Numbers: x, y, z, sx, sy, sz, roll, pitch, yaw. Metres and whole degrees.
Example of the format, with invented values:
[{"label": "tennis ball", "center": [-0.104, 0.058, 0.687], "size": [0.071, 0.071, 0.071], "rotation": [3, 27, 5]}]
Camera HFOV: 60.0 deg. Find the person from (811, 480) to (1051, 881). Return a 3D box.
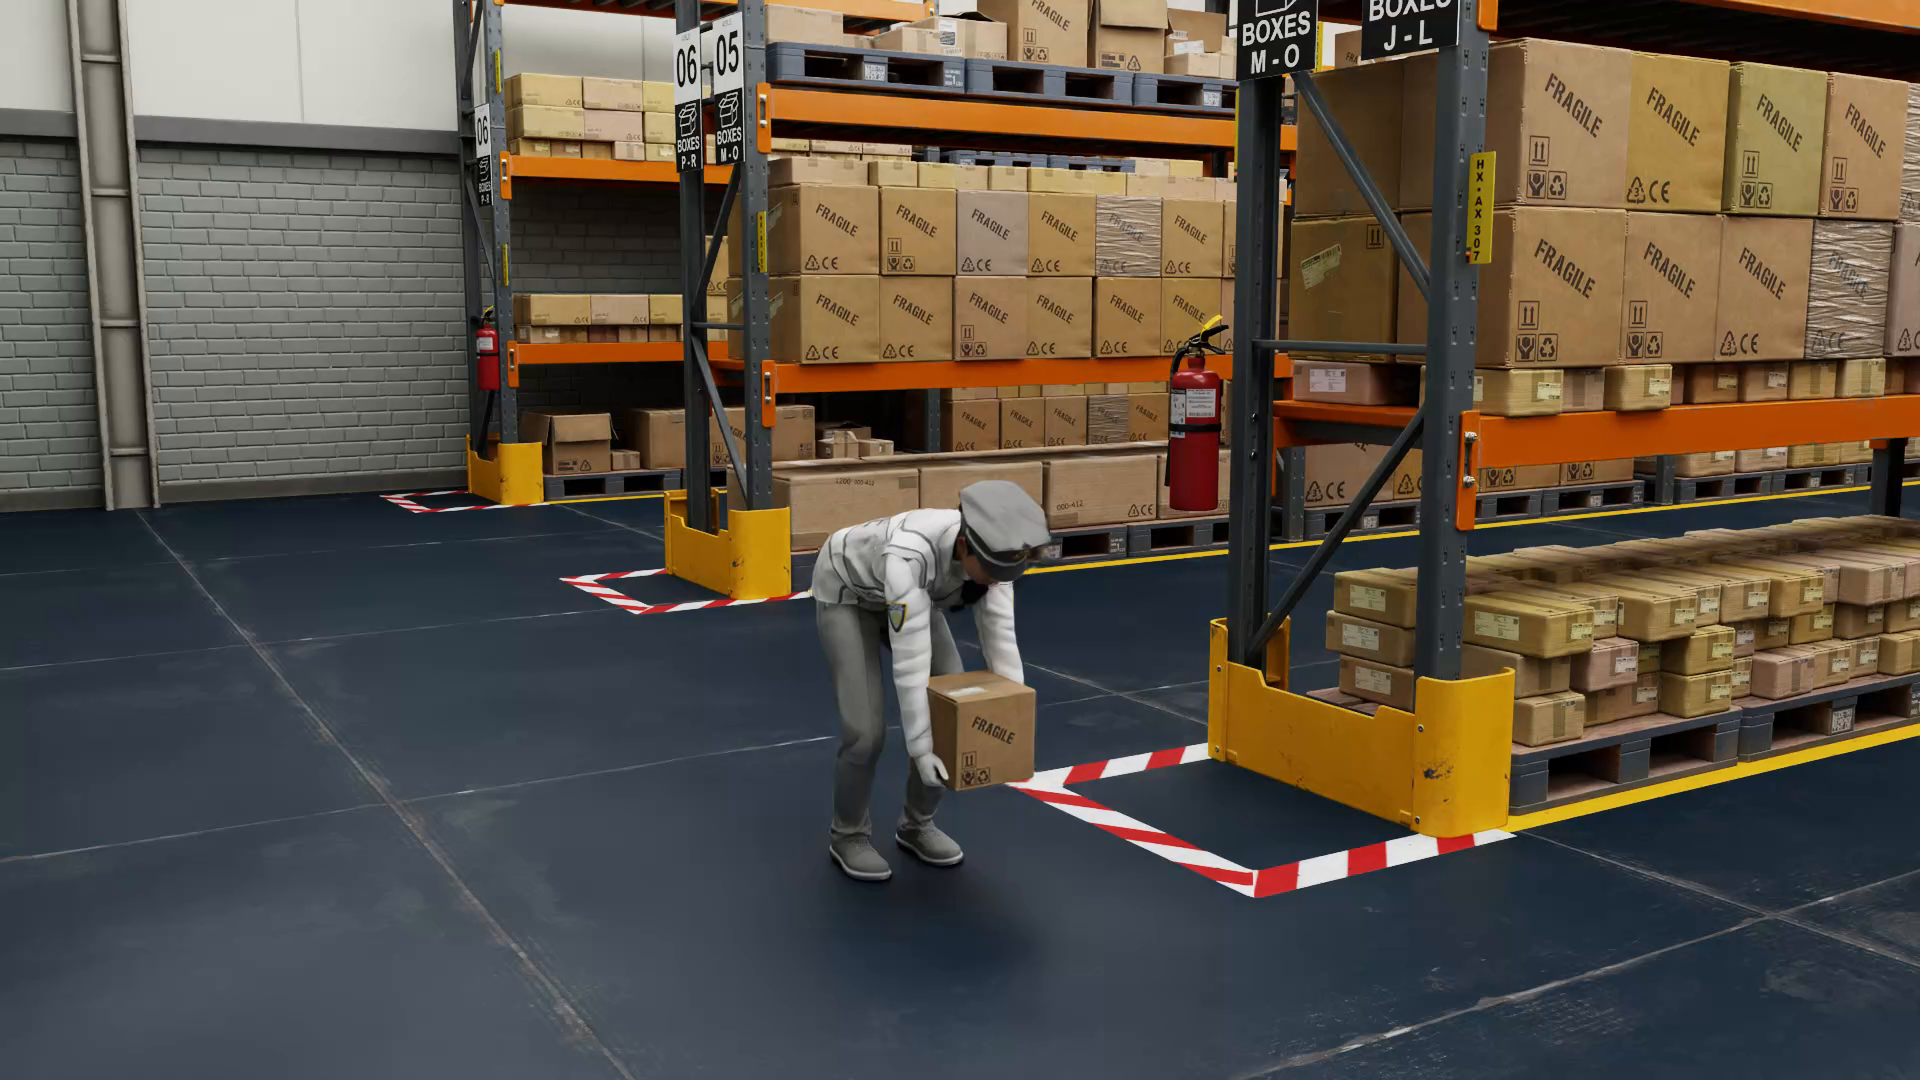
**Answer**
[{"label": "person", "center": [-0.088, 0.400, 4.729], "size": [0.433, 1.192, 0.908], "rotation": [-5, 10, -33]}]
